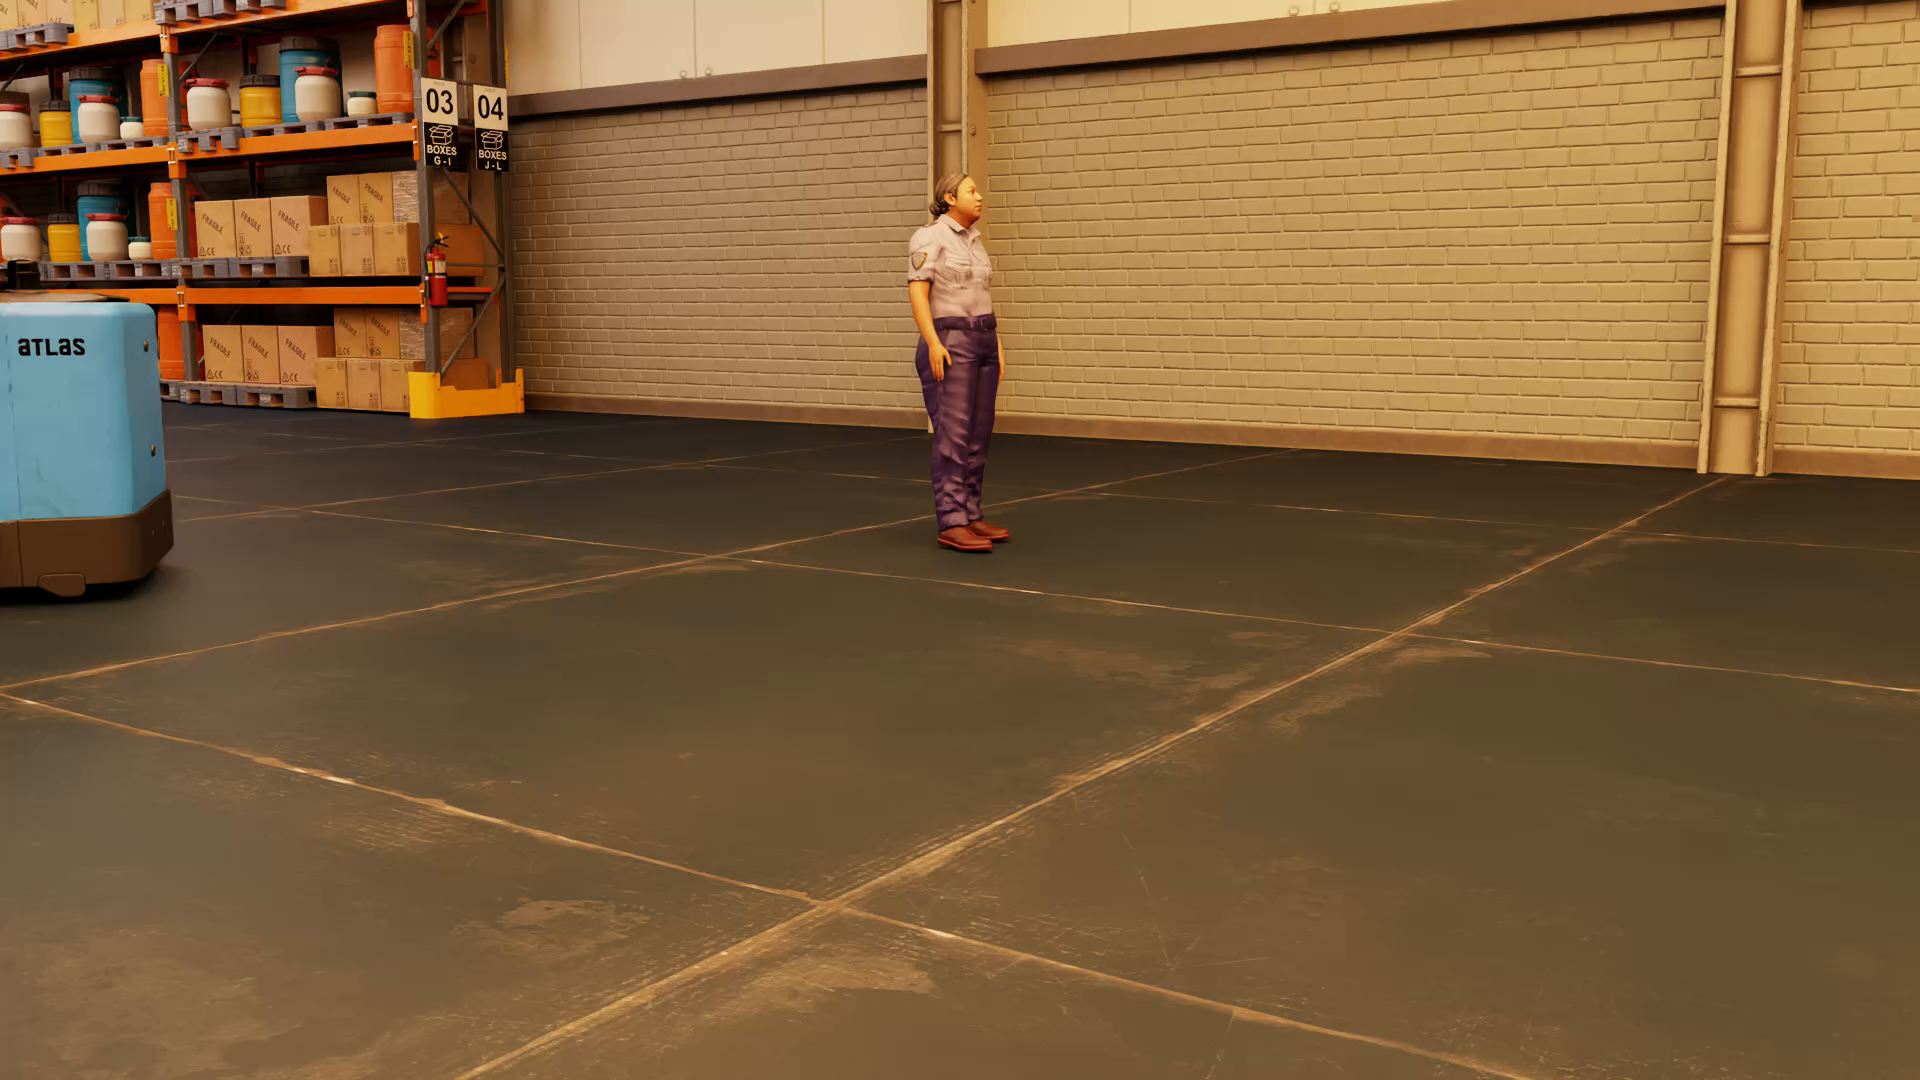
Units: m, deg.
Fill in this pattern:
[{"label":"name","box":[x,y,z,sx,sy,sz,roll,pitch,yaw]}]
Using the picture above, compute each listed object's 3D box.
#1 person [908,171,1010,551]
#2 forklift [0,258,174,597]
[{"label":"person","box":[0.062,-0.813,7.418,0.502,1.651,0.598,5,10,34]},{"label":"forklift","box":[-4.573,-1.231,5.849,3.031,2.935,1.130,-3,9,-18]}]
